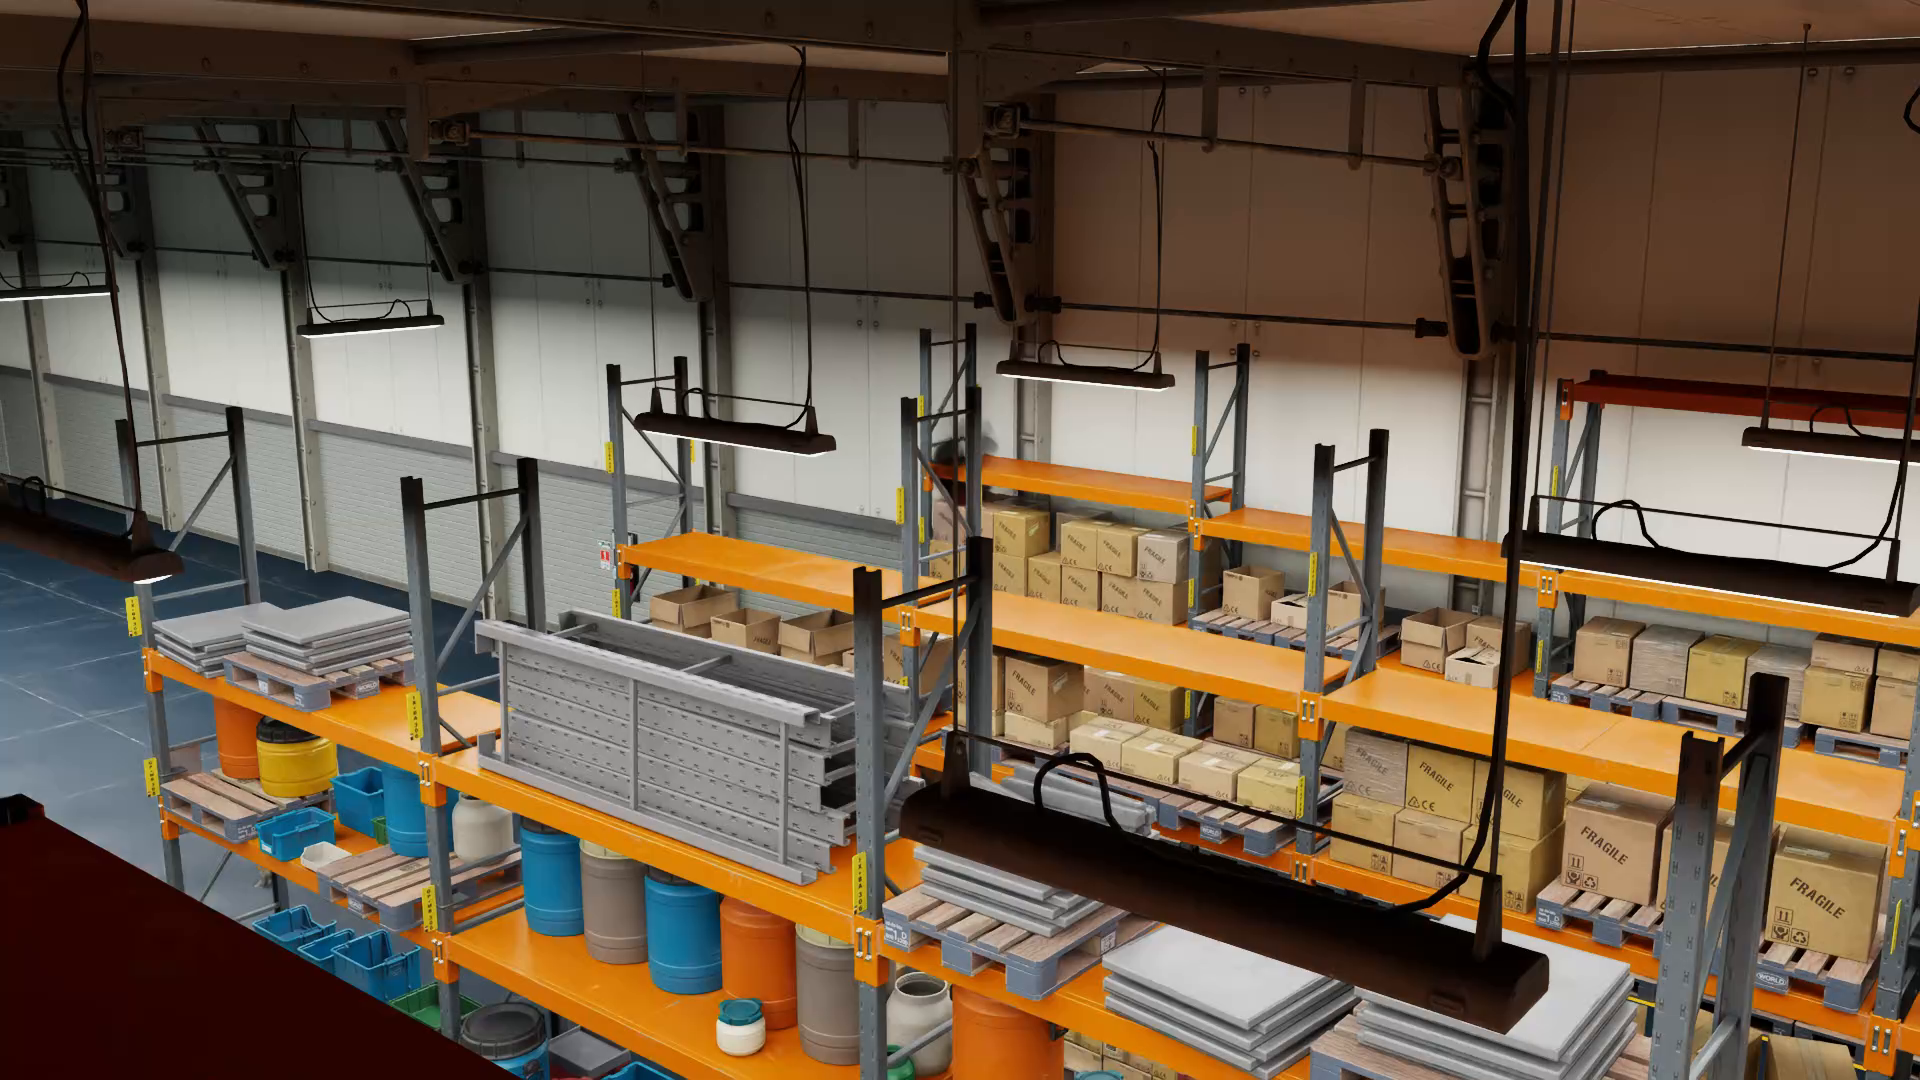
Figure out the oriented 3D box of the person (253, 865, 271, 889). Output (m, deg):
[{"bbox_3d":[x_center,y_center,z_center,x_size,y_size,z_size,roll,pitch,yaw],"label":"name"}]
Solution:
[{"bbox_3d":[-7.659,3.147,18.689,0.704,1.723,0.612,-5,13,-20],"label":"person"}]
